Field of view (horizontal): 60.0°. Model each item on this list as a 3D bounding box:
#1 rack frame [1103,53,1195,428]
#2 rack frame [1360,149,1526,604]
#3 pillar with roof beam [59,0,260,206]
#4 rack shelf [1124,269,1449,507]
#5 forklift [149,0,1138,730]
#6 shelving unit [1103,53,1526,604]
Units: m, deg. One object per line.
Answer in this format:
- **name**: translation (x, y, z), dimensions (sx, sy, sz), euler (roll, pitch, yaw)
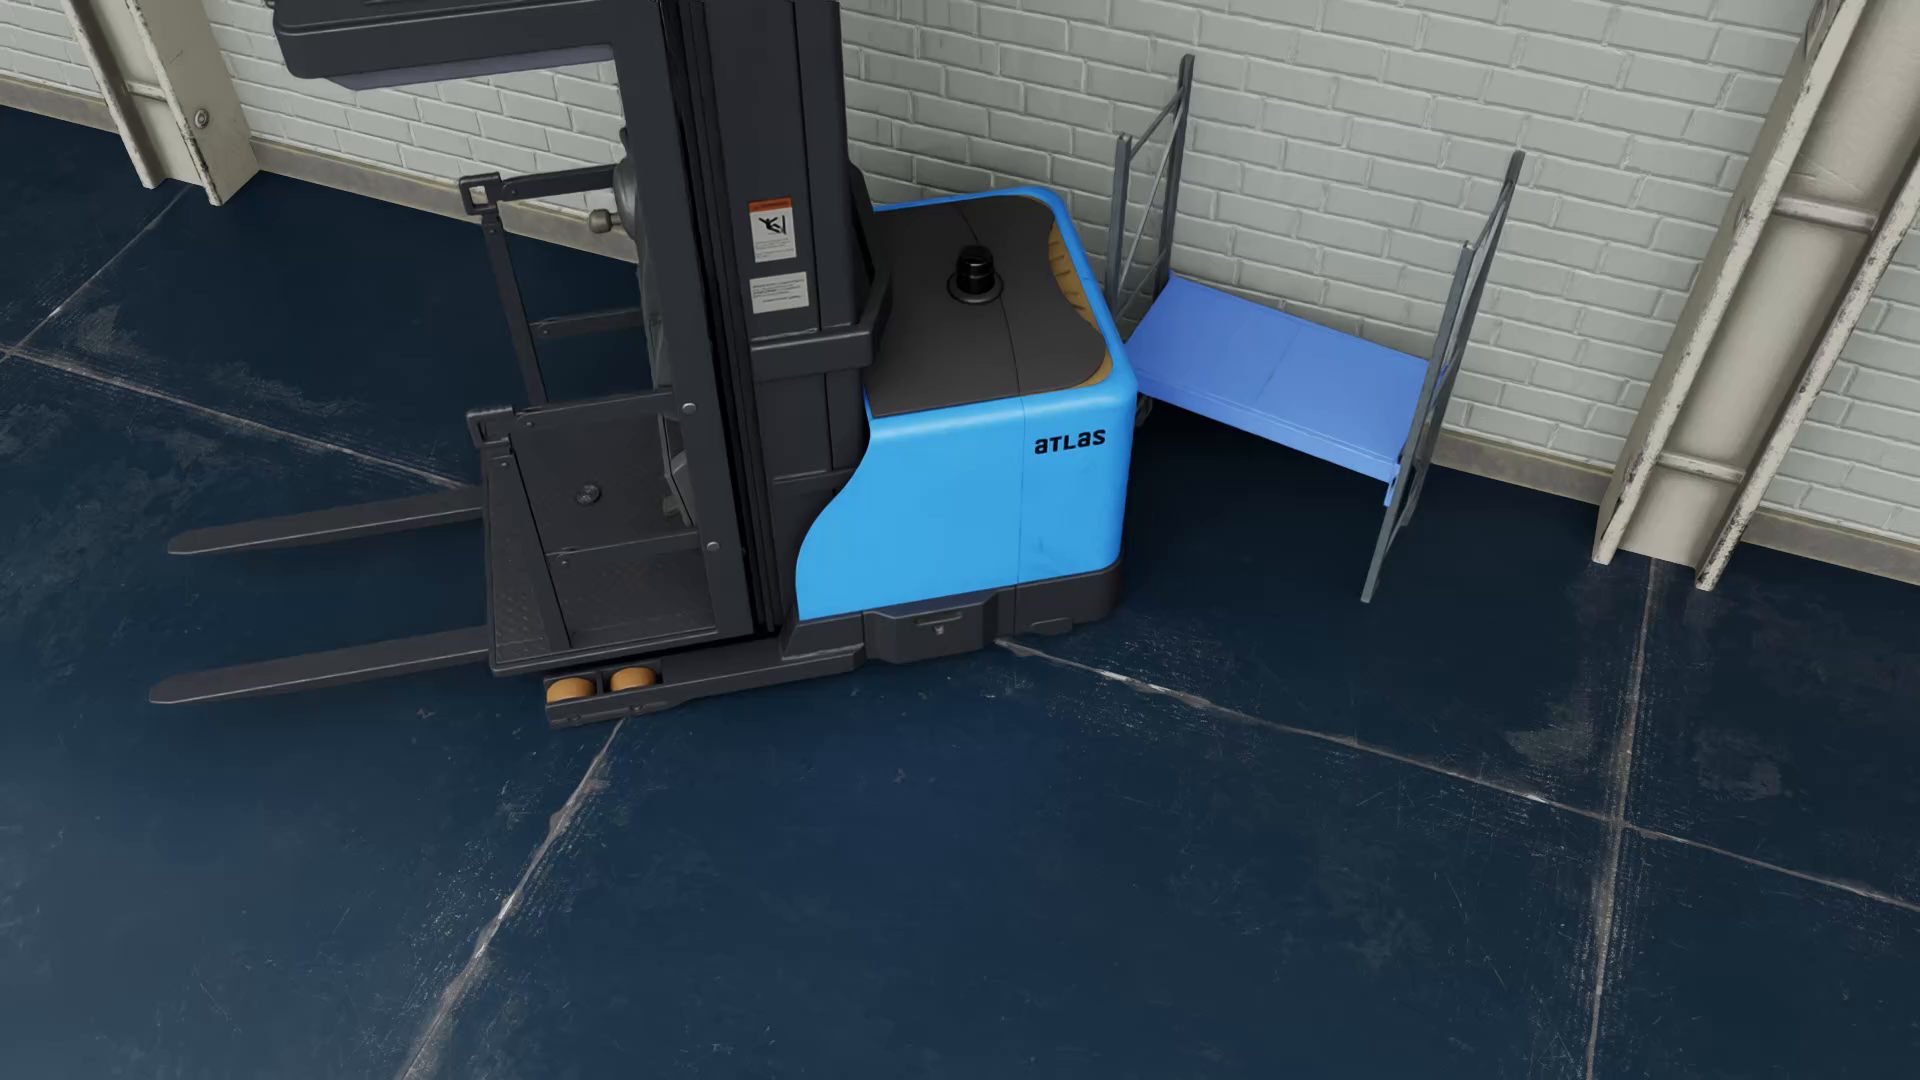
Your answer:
- **rack frame**: translation (0.580, -0.815, 5.464), dimensions (0.032, 1.500, 0.500), euler (22, 53, 18)
- **rack frame**: translation (1.474, -0.449, 5.146), dimensions (0.032, 1.500, 0.500), euler (22, 53, 18)
- **pillar with roof beam**: translation (-4.720, -1.453, 1.054), dimensions (0.400, 9.000, 9.100), euler (16, 51, 13)
- **rack shelf**: translation (1.027, -0.514, 5.441), dimensions (1.000, 0.185, 0.538), euler (22, 53, 18)
- **forklift**: translation (-1.045, -0.812, 4.514), dimensions (3.031, 2.935, 1.130), euler (-9, 50, -8)
- **shelving unit**: translation (1.027, -0.632, 5.305), dimensions (1.048, 1.500, 0.538), euler (22, 53, 18)
